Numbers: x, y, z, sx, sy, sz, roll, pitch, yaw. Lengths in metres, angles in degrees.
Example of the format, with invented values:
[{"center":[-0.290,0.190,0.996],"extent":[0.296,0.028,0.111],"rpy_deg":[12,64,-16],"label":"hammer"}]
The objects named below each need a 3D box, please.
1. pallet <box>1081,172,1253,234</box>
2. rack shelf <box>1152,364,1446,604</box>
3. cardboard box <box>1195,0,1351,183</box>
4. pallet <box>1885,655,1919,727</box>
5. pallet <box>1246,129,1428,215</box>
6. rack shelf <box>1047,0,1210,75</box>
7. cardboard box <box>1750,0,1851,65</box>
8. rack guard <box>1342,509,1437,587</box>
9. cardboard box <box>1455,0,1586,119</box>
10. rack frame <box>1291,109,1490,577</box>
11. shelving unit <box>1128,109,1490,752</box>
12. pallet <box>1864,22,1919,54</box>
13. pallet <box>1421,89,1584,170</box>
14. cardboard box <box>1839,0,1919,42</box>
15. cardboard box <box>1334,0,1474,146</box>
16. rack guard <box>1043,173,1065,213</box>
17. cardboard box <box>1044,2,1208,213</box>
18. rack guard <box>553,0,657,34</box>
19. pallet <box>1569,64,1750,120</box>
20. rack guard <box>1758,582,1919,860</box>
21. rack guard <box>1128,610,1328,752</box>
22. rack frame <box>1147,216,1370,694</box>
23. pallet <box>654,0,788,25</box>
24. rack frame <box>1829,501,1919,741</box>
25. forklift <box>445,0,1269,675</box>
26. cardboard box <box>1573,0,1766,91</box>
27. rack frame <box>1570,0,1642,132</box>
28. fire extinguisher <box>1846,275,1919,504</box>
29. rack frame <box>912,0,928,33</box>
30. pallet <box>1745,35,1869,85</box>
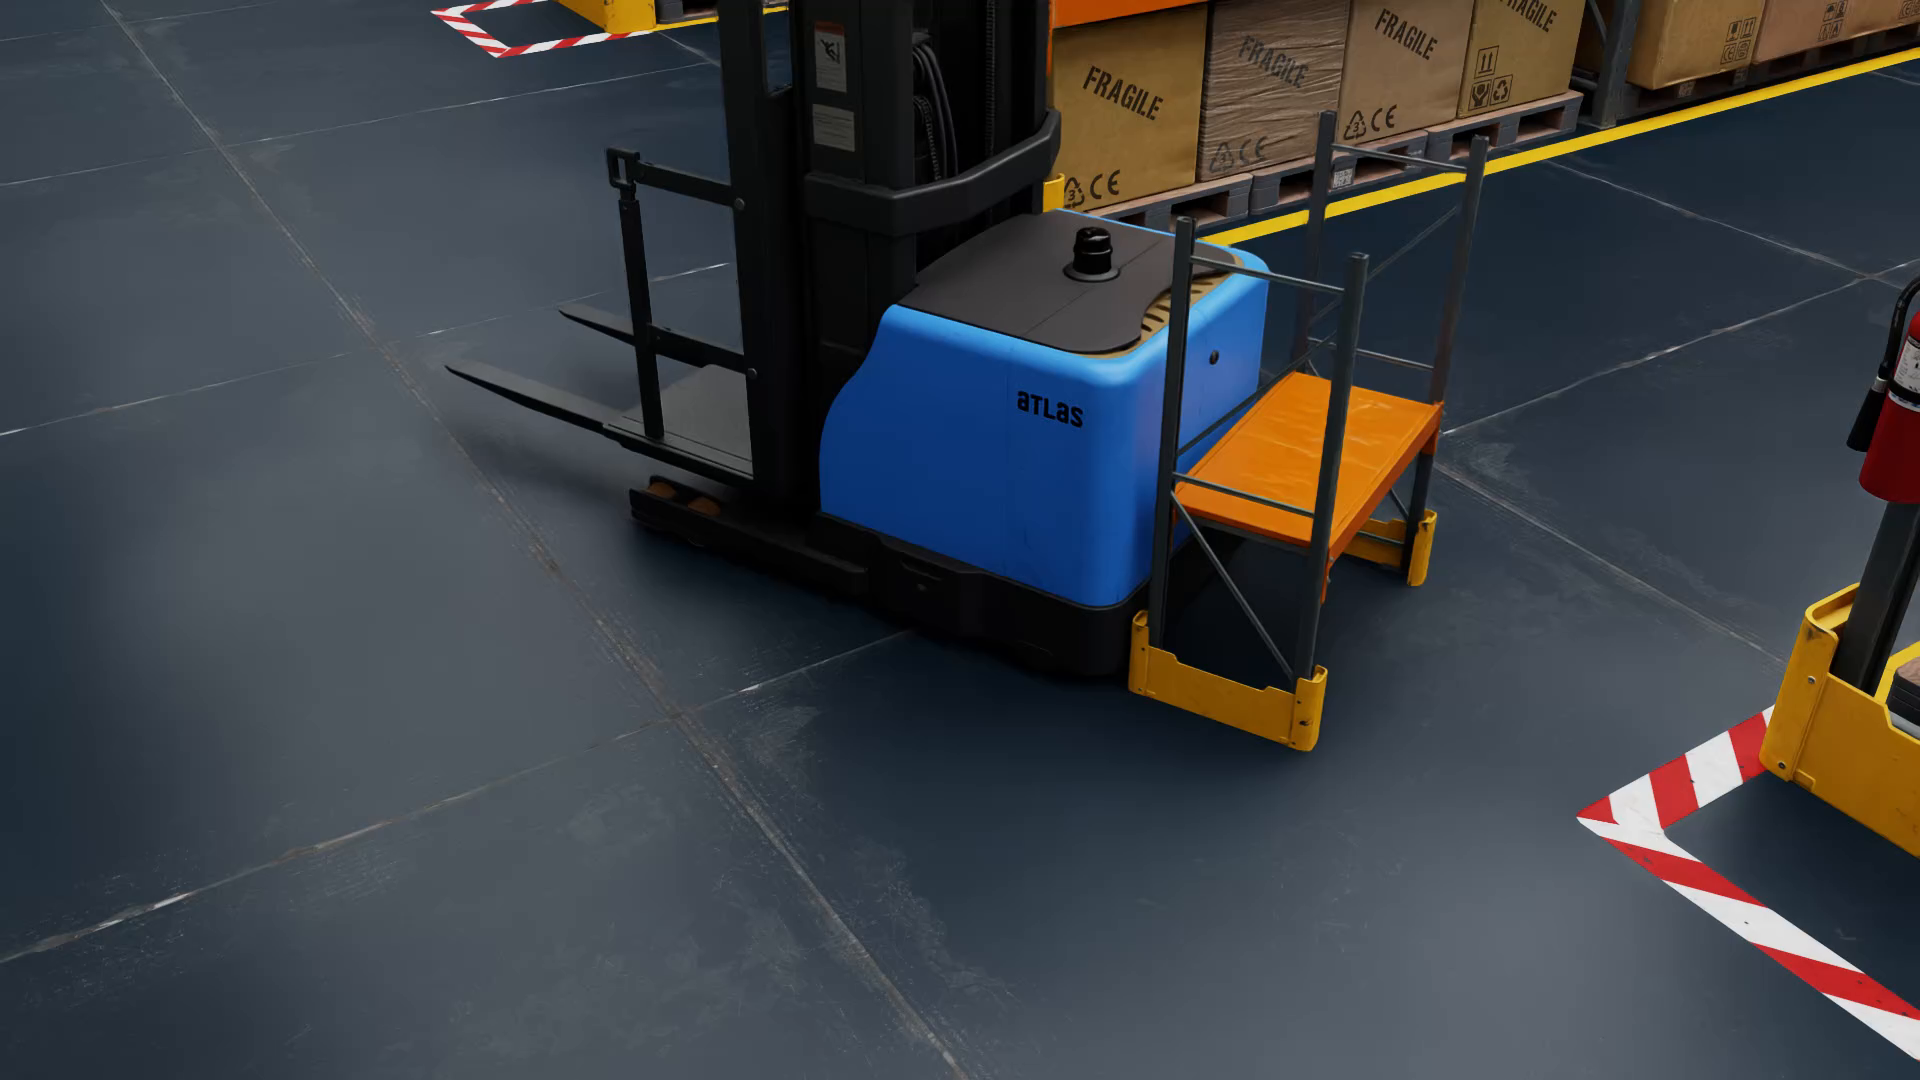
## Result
[{"center":[0.678,-1.753,8.331],"extent":[1.213,0.211,1.003],"rpy_deg":[-19,37,-27],"label":"pallet"},{"center":[1.036,-0.199,4.997],"extent":[0.538,0.185,1.000],"rpy_deg":[18,36,26],"label":"rack shelf"},{"center":[1.308,-2.429,8.387],"extent":[0.875,0.875,0.875],"rpy_deg":[-19,37,-27],"label":"cardboard box"},{"center":[3.446,0.513,4.739],"extent":[1.213,0.211,1.003],"rpy_deg":[-19,37,-27],"label":"pallet"},{"center":[1.703,-2.104,8.887],"extent":[1.213,0.211,1.003],"rpy_deg":[-19,37,-27],"label":"pallet"},{"center":[1.730,-2.940,8.274],"extent":[4.000,0.370,1.077],"rpy_deg":[-19,37,-27],"label":"rack shelf"},{"center":[4.688,-3.554,10.171],"extent":[0.875,0.875,1.225],"rpy_deg":[-20,38,-29],"label":"cardboard box"},{"center":[1.289,-0.046,5.589],"extent":[0.587,0.250,0.087],"rpy_deg":[18,36,26],"label":"rack guard"},{"center":[2.813,-2.947,9.208],"extent":[0.875,0.875,0.875],"rpy_deg":[-19,37,-27],"label":"cardboard box"},{"center":[1.299,-0.583,5.269],"extent":[0.500,1.500,0.032],"rpy_deg":[18,36,26],"label":"rack frame"},{"center":[1.031,-0.347,4.895],"extent":[0.587,1.500,1.083],"rpy_deg":[18,36,26],"label":"shelving unit"},{"center":[6.069,-3.605,11.268],"extent":[1.213,0.211,1.003],"rpy_deg":[-19,37,-27],"label":"pallet"},{"center":[2.729,-2.459,9.450],"extent":[1.213,0.211,1.003],"rpy_deg":[-19,37,-27],"label":"pallet"},{"center":[5.428,-3.814,10.582],"extent":[0.875,0.875,1.225],"rpy_deg":[-19,37,-27],"label":"cardboard box"},{"center":[2.056,-2.687,8.795],"extent":[0.875,0.875,0.875],"rpy_deg":[-19,37,-27],"label":"cardboard box"},{"center":[0.028,-1.602,7.821],"extent":[0.348,0.500,1.175],"rpy_deg":[-19,37,-27],"label":"rack guard"},{"center":[0.543,-2.166,7.970],"extent":[0.875,0.875,0.875],"rpy_deg":[-19,37,-27],"label":"cardboard box"},{"center":[-2.490,-3.885,11.439],"extent":[0.348,0.500,1.175],"rpy_deg":[-19,37,-27],"label":"rack guard"},{"center":[4.018,-2.900,10.150],"extent":[1.213,0.211,1.003],"rpy_deg":[-19,37,-27],"label":"pallet"},{"center":[2.719,0.625,4.291],"extent":[0.348,0.500,1.175],"rpy_deg":[-19,37,-27],"label":"rack guard"},{"center":[0.773,0.409,4.868],"extent":[0.587,0.250,0.087],"rpy_deg":[18,36,26],"label":"rack guard"},{"center":[0.773,-0.119,4.534],"extent":[0.500,1.500,0.032],"rpy_deg":[18,36,26],"label":"rack frame"},{"center":[-1.788,-3.981,11.864],"extent":[1.213,0.211,1.003],"rpy_deg":[-19,37,-27],"label":"pallet"},{"center":[2.732,-0.445,3.644],"extent":[0.127,3.000,1.000],"rpy_deg":[-19,37,-27],"label":"rack frame"},{"center":[-0.540,-1.430,5.270],"extent":[3.031,2.935,1.130],"rpy_deg":[19,37,28],"label":"forklift"},{"center":[3.938,-3.296,9.761],"extent":[0.875,0.875,1.225],"rpy_deg":[-19,37,-27],"label":"cardboard box"},{"center":[3.411,-3.823,8.998],"extent":[0.127,3.000,1.000],"rpy_deg":[-19,37,-27],"label":"rack frame"},{"center":[2.359,-0.415,4.019],"extent":[0.183,0.674,0.296],"rpy_deg":[-19,37,-27],"label":"fire extinguisher"},{"center":[0.049,-2.666,7.165],"extent":[0.127,3.000,1.000],"rpy_deg":[-19,37,-27],"label":"rack frame"},{"center":[5.045,-3.255,10.712],"extent":[1.213,0.211,1.003],"rpy_deg":[-19,37,-27],"label":"pallet"}]
